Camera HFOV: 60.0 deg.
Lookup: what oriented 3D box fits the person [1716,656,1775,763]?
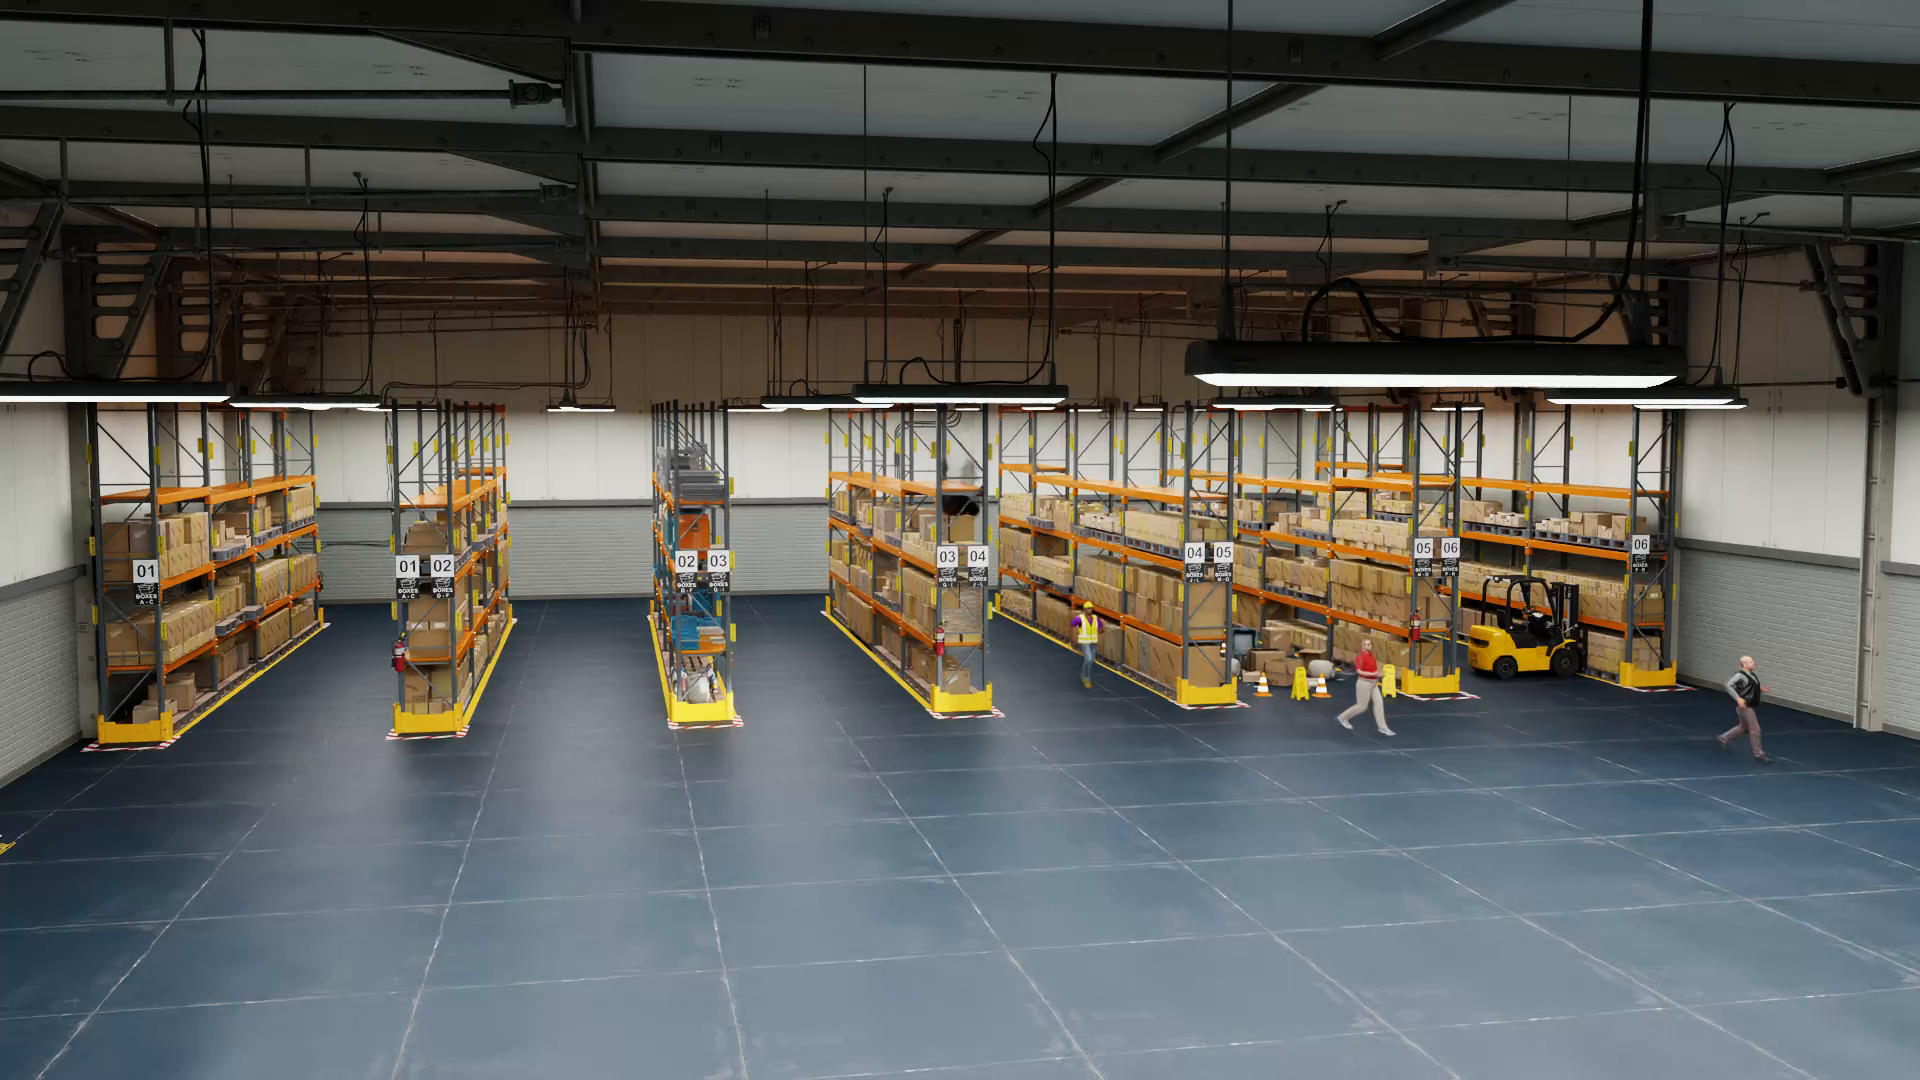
[{"bbox_3d":[12.998,2.769,27.483,0.970,1.707,0.656,4,6,43],"label":"person"}]

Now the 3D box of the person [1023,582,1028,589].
[{"bbox_3d":[2.044,1.150,50.121,0.759,1.665,0.684,2,5,25],"label":"person"}]

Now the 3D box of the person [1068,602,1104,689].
[{"bbox_3d":[2.691,2.210,34.949,0.678,1.831,0.770,-2,5,-27],"label":"person"}]

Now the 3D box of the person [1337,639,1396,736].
[{"bbox_3d":[7.290,2.617,29.748,1.032,1.714,0.675,3,5,36],"label":"person"}]
